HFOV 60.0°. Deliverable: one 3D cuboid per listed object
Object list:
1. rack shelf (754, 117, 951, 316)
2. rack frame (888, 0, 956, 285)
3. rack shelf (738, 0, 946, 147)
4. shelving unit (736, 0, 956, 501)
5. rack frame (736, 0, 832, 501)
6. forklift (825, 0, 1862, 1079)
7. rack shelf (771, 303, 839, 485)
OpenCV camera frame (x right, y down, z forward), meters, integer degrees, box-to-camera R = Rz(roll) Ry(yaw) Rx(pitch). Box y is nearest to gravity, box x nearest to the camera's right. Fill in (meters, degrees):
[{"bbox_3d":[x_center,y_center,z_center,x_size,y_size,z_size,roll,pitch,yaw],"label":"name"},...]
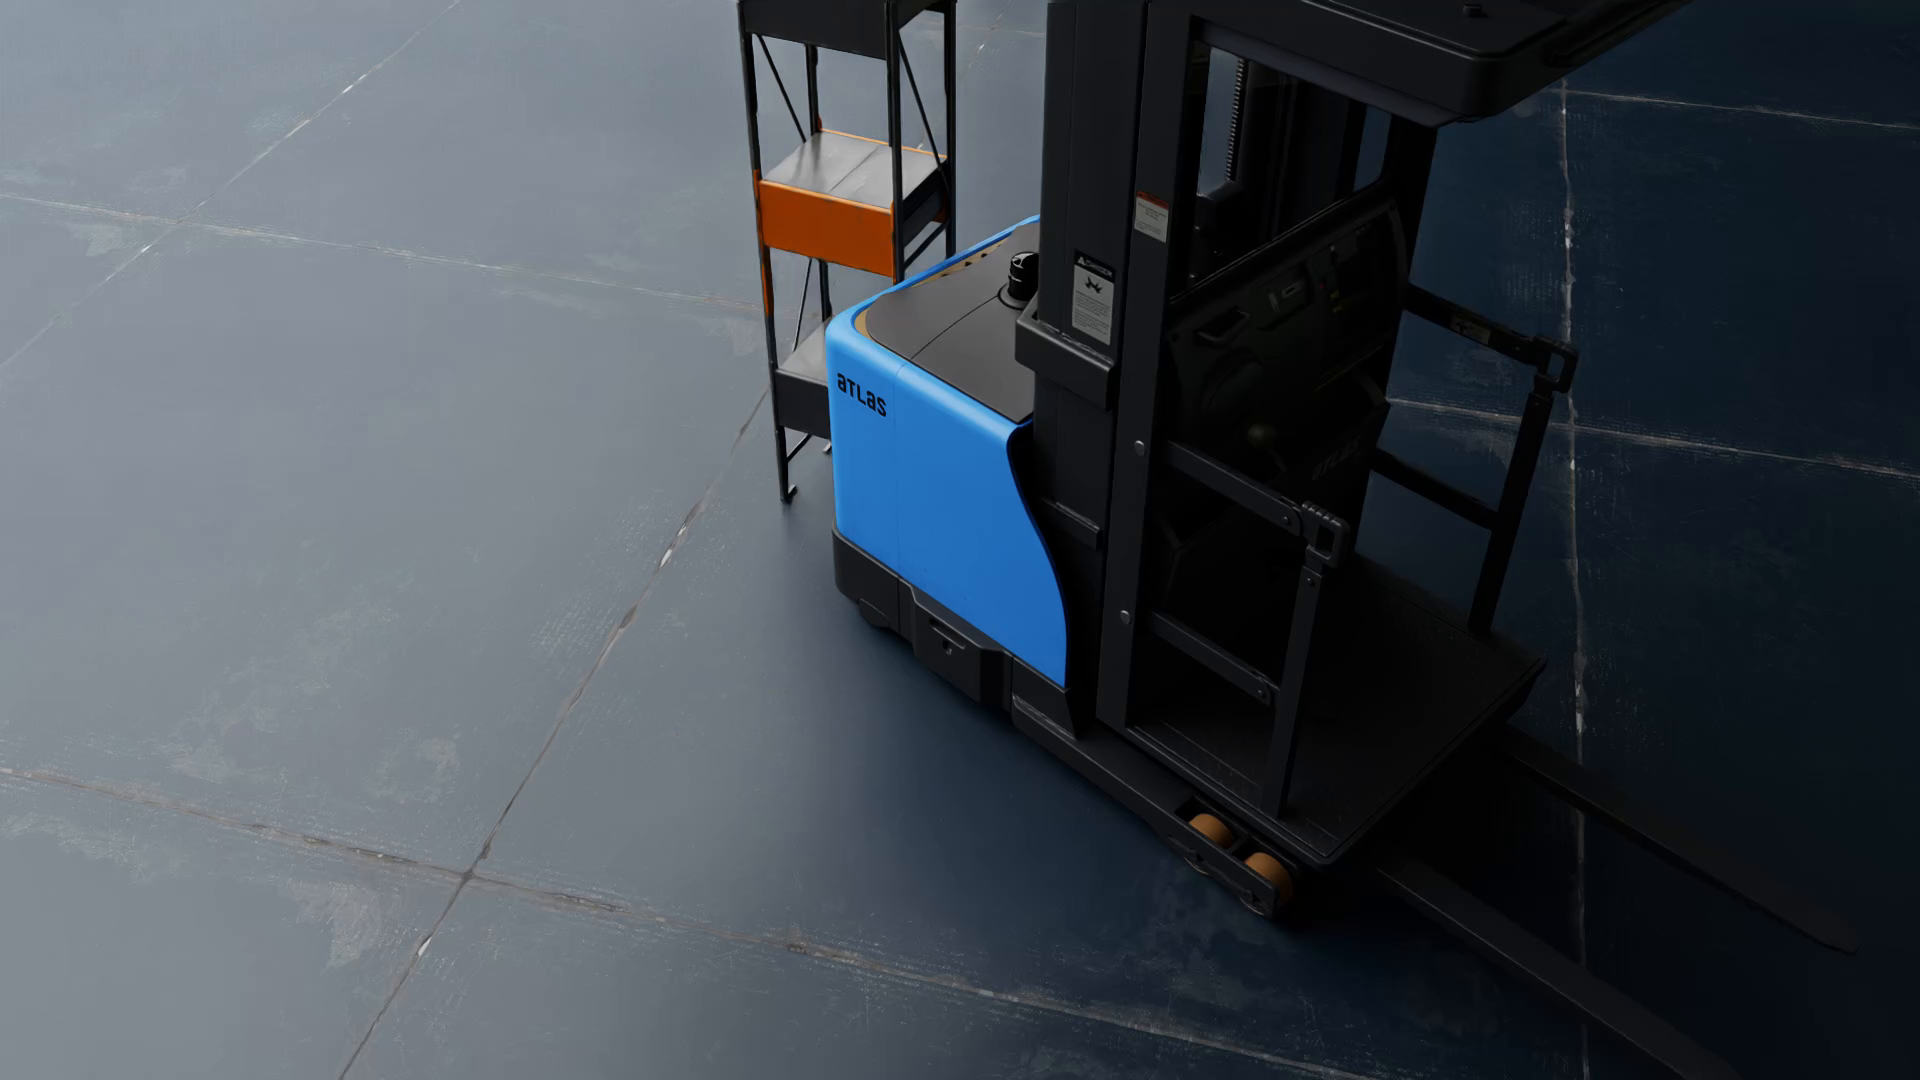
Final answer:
[{"bbox_3d":[-0.326,-0.982,5.308,0.480,0.518,0.431,17,43,19],"label":"rack shelf"},{"bbox_3d":[-0.106,-0.925,5.219,0.015,2.100,0.400,17,43,19],"label":"rack frame"},{"bbox_3d":[-0.326,-1.518,4.857,0.480,0.518,0.431,17,43,19],"label":"rack shelf"},{"bbox_3d":[-0.326,-0.992,5.299,0.503,2.100,0.431,17,43,19],"label":"shelving unit"},{"bbox_3d":[-0.547,-1.060,5.379,0.015,2.100,0.400,17,43,19],"label":"rack frame"},{"bbox_3d":[0.981,-0.483,4.045,1.130,2.935,3.031,-32,50,-33],"label":"forklift"},{"bbox_3d":[-0.326,-0.446,5.758,0.480,0.518,0.431,17,43,19],"label":"rack shelf"}]
